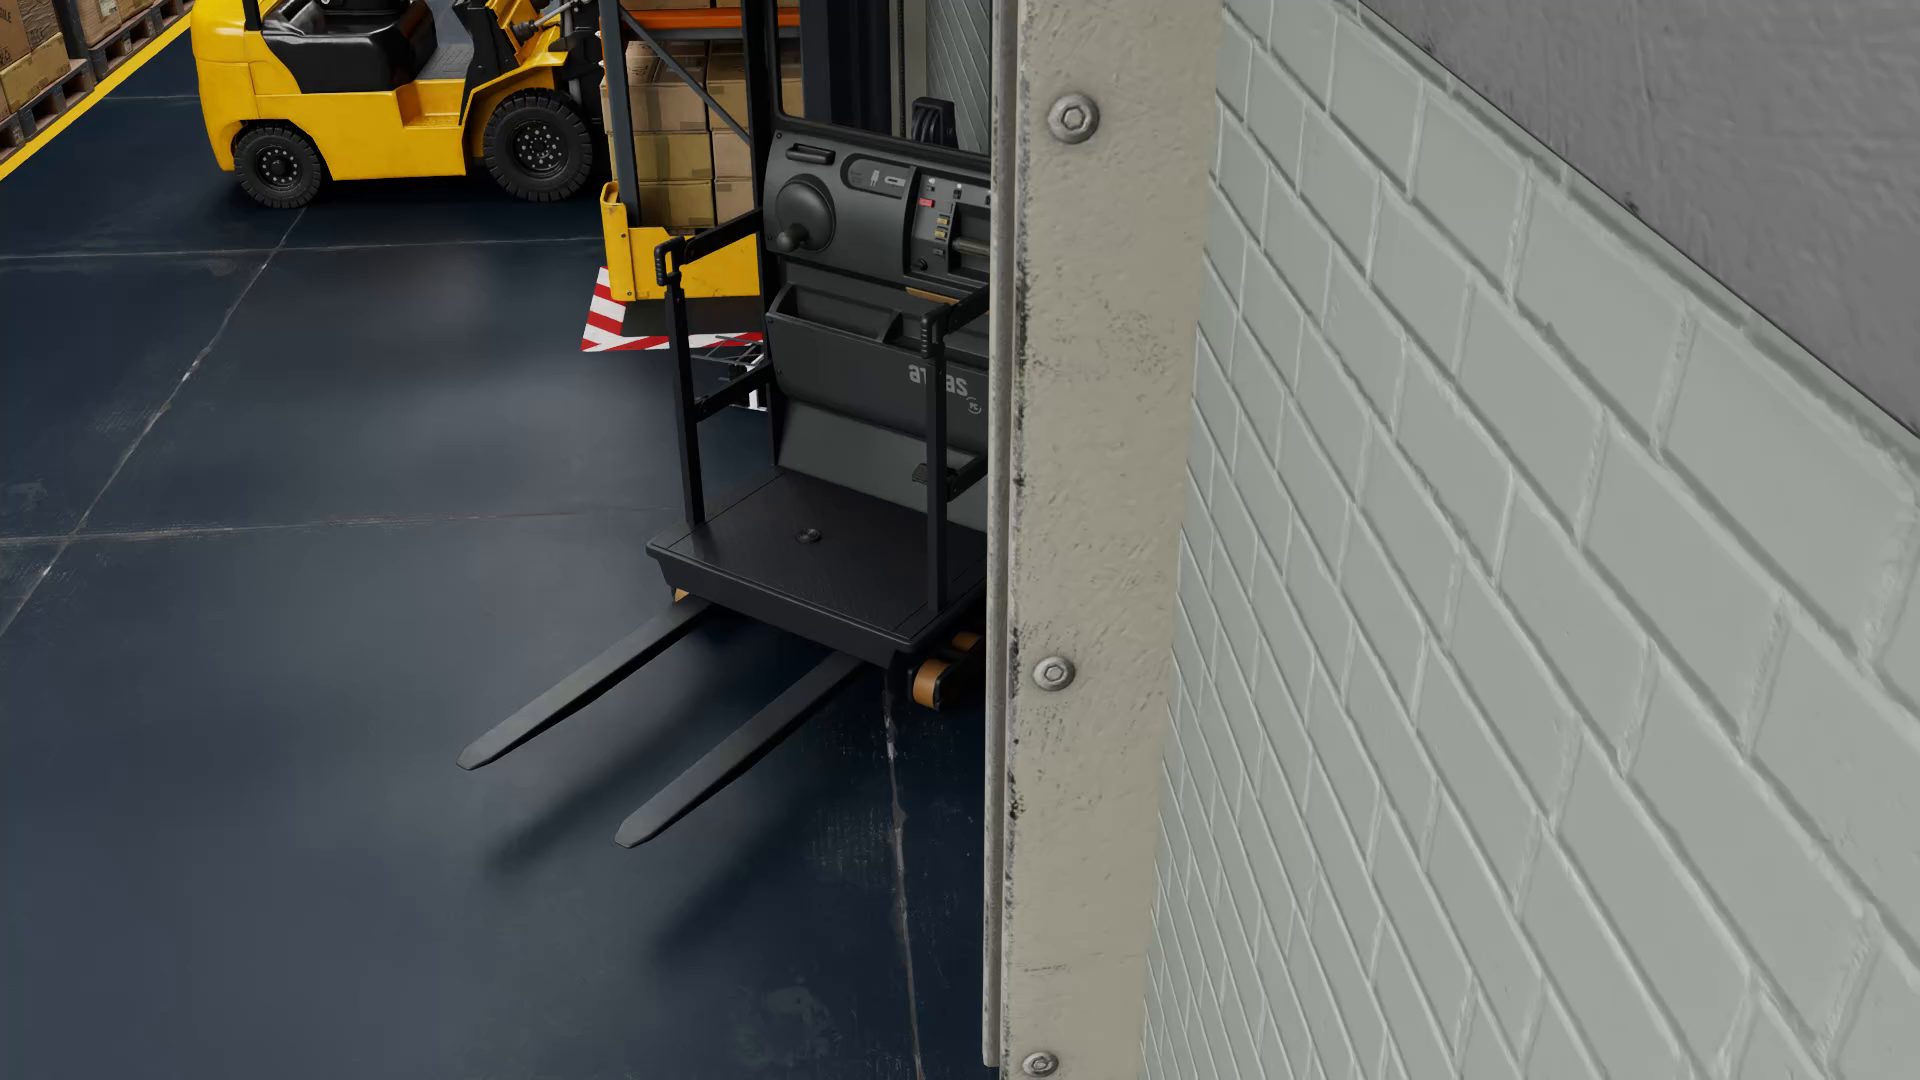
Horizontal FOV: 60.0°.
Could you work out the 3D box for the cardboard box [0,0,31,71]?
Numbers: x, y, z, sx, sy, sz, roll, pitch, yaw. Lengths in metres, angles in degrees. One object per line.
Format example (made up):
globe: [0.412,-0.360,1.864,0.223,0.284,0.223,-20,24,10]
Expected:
cardboard box: [-6.109,-3.170,10.172,0.500,0.500,0.500,-2,31,-4]

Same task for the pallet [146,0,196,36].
pallet: [-6.672,-4.221,13.112,1.003,0.211,1.213,-3,31,-5]

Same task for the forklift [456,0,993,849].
forklift: [-0.340,-0.989,5.048,1.130,2.935,3.031,18,35,28]

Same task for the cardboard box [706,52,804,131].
cardboard box: [-1.022,-2.278,8.435,0.500,0.250,0.500,-3,31,-5]

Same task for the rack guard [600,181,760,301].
rack guard: [-1.163,-1.509,8.289,1.175,0.500,0.348,-3,31,-5]

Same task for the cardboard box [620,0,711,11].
cardboard box: [-1.473,-2.876,8.042,0.500,0.500,0.500,-3,31,-6]

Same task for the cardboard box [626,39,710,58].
cardboard box: [-1.573,-2.504,8.814,0.500,0.250,0.500,-2,31,-4]

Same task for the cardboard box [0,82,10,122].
cardboard box: [-6.055,-2.576,9.910,0.500,0.250,0.500,-2,31,-4]

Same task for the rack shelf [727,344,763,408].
rack shelf: [-0.919,-0.723,7.253,0.077,0.200,0.258,10,32,18]

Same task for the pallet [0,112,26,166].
pallet: [-6.266,-2.234,9.785,1.003,0.211,1.213,-3,31,-5]

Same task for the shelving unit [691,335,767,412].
shelving unit: [-0.697,-0.683,7.181,0.900,0.210,0.258,10,32,18]

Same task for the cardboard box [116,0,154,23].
cardboard box: [-6.603,-4.084,12.314,0.950,0.372,0.625,-1,31,-1]

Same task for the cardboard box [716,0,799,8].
cardboard box: [-0.935,-2.904,8.088,0.500,0.500,0.500,-2,31,-3]

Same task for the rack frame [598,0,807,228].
rack frame: [-1.165,-2.594,7.668,1.000,3.000,0.127,-3,31,-5]

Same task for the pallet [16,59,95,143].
pallet: [-6.383,-2.859,10.830,1.003,0.211,1.213,-3,31,-5]

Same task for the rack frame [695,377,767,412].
rack frame: [-0.696,-0.595,7.232,0.900,0.006,0.240,10,32,18]

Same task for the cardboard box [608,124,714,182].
cardboard box: [-1.522,-2.042,8.528,0.500,0.250,0.500,-3,31,-5]

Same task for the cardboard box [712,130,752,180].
cardboard box: [-1.003,-2.059,8.556,0.500,0.250,0.500,-2,31,-4]

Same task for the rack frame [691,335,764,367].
rack frame: [-0.698,-0.770,7.129,0.900,0.006,0.240,10,32,18]

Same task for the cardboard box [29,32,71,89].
cardboard box: [-6.158,-3.108,10.800,0.500,0.250,0.500,-1,31,-2]

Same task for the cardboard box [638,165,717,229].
cardboard box: [-1.524,-1.819,8.642,0.500,0.250,0.500,-3,31,-4]

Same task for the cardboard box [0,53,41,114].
cardboard box: [-6.098,-2.836,10.345,0.500,0.250,0.500,-4,31,-6]

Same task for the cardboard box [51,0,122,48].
cardboard box: [-6.532,-3.717,11.700,0.950,0.372,0.625,-2,31,-4]

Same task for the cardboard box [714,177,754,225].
cardboard box: [-1.017,-1.854,8.701,0.500,0.250,0.500,-3,31,-4]

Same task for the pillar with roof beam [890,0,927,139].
pillar with roof beam: [-4.619,-5.362,6.452,9.100,9.000,0.400,-3,31,-5]

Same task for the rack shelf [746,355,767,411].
rack shelf: [-0.834,-0.708,7.225,0.077,0.200,0.258,10,32,18]

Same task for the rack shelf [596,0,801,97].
rack shelf: [-1.352,-3.307,9.562,1.077,0.370,4.000,-3,31,-5]

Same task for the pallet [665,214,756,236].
pallet: [-1.279,-1.786,9.034,1.003,0.211,1.213,-3,31,-5]

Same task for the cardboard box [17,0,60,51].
cardboard box: [-6.158,-3.429,10.607,0.500,0.500,0.500,-3,31,-5]

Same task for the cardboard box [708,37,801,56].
cardboard box: [-1.072,-2.533,8.862,0.500,0.250,0.500,-3,31,-5]

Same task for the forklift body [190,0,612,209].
forklift body: [-3.159,-3.111,9.360,2.313,2.155,1.214,-3,31,-5]

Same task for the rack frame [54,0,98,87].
rack frame: [-6.481,-4.397,10.686,1.000,3.000,0.127,-3,31,-5]

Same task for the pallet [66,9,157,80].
pallet: [-6.555,-3.597,12.066,1.003,0.211,1.213,-3,31,-5]

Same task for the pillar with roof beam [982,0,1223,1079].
pillar with roof beam: [-4.059,-2.299,1.323,9.100,9.000,0.400,-3,31,-5]

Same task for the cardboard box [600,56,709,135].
cardboard box: [-1.519,-2.244,8.378,0.500,0.250,0.500,-2,31,-3]
